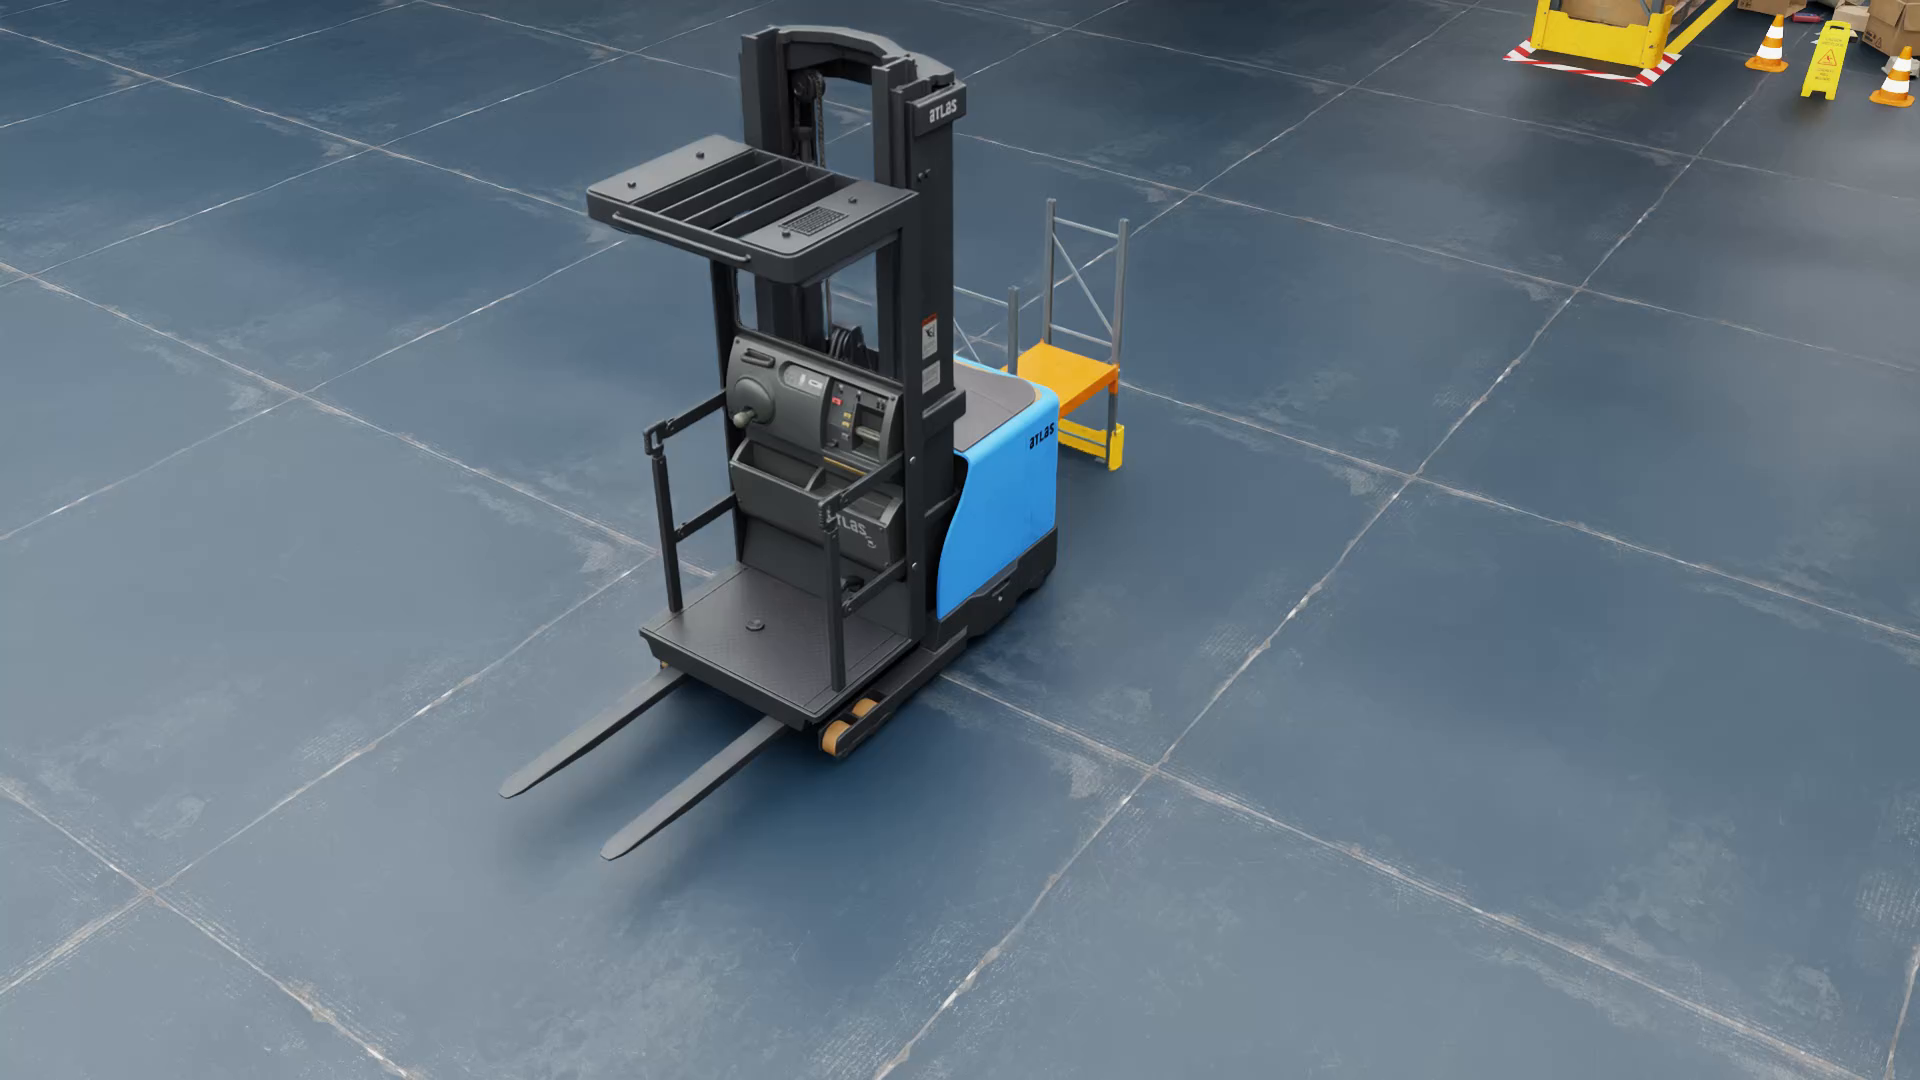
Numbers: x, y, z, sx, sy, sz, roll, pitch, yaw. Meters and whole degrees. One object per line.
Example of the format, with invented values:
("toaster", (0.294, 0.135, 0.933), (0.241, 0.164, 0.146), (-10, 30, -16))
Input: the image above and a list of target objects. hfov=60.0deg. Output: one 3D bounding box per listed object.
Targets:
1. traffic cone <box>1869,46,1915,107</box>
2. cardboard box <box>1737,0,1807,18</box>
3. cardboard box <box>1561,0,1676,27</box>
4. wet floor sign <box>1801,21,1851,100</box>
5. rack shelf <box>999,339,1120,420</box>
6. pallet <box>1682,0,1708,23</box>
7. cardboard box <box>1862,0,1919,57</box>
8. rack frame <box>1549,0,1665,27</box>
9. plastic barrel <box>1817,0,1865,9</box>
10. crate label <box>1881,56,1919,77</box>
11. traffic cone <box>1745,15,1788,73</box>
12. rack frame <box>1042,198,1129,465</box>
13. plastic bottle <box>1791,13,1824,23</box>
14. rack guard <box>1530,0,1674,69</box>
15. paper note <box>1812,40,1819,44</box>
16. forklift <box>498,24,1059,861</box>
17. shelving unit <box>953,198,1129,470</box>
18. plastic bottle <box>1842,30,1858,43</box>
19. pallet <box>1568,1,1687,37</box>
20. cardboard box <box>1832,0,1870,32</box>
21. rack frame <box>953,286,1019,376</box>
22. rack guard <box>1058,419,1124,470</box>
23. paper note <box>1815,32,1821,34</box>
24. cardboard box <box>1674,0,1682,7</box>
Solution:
("traffic cone", (8.223, -4.079, 14.544), (0.336, 0.463, 0.334), (21, 39, 28))
("cardboard box", (8.258, -5.620, 16.788), (0.500, 0.500, 0.500), (29, 44, 36))
("cardboard box", (6.352, -5.483, 15.878), (0.875, 0.875, 0.875), (21, 40, 28))
("wet floor sign", (7.630, -4.235, 14.612), (0.267, 0.644, 0.232), (14, 37, 20))
("rack shelf", (0.377, -0.757, 9.027), (0.538, 0.185, 1.000), (22, 40, 29))
("pallet", (7.107, -5.653, 17.097), (1.003, 0.211, 1.213), (21, 39, 28))
("cardboard box", (9.065, -4.905, 15.729), (0.797, 0.503, 0.637), (-3, 34, -4))
("rack frame", (6.019, -5.856, 14.908), (1.000, 3.000, 0.127), (21, 39, 28))
("plastic barrel", (8.914, -5.618, 16.855), (0.421, 0.421, 0.512), (-9, 35, -13))
("crate label", (8.621, -4.325, 15.200), (0.250, 0.136, 0.298), (3, 34, 4))
("traffic cone", (7.489, -4.596, 15.309), (0.336, 0.463, 0.334), (21, 39, 28))
("rack frame", (0.677, -1.136, 9.266), (0.500, 1.500, 0.032), (22, 40, 29))
("plastic bottle", (8.443, -5.197, 16.556), (0.283, 0.061, 0.133), (8, 35, 12))
("rack guard", (6.006, -4.810, 15.592), (1.175, 0.500, 0.348), (21, 39, 28))
("paper note", (8.285, -4.786, 15.977), (0.142, 0.017, 0.144), (-22, 40, -29))
("forklift", (-0.775, -0.546, 7.116), (1.130, 2.935, 3.031), (22, 40, 29))
("shelving unit", (0.382, -0.910, 8.932), (0.587, 1.500, 1.083), (22, 40, 29))
("plastic bottle", (8.595, -4.889, 16.100), (0.133, 0.061, 0.283), (8, 35, 12))
("pallet", (6.411, -5.094, 16.270), (1.003, 0.211, 1.213), (21, 39, 28))
("cardboard box", (8.833, -5.185, 16.356), (0.396, 0.266, 0.258), (29, 44, 36))
("rack frame", (0.077, -0.676, 8.586), (0.500, 1.500, 0.032), (22, 40, 29))
("rack guard", (0.676, -0.617, 9.615), (0.587, 0.250, 0.087), (22, 40, 29))
("paper note", (8.400, -4.948, 16.233), (0.123, 0.001, 0.032), (-15, 37, -21))
("cardboard box", (6.852, -5.889, 16.478), (0.875, 0.875, 0.875), (21, 39, 27))
